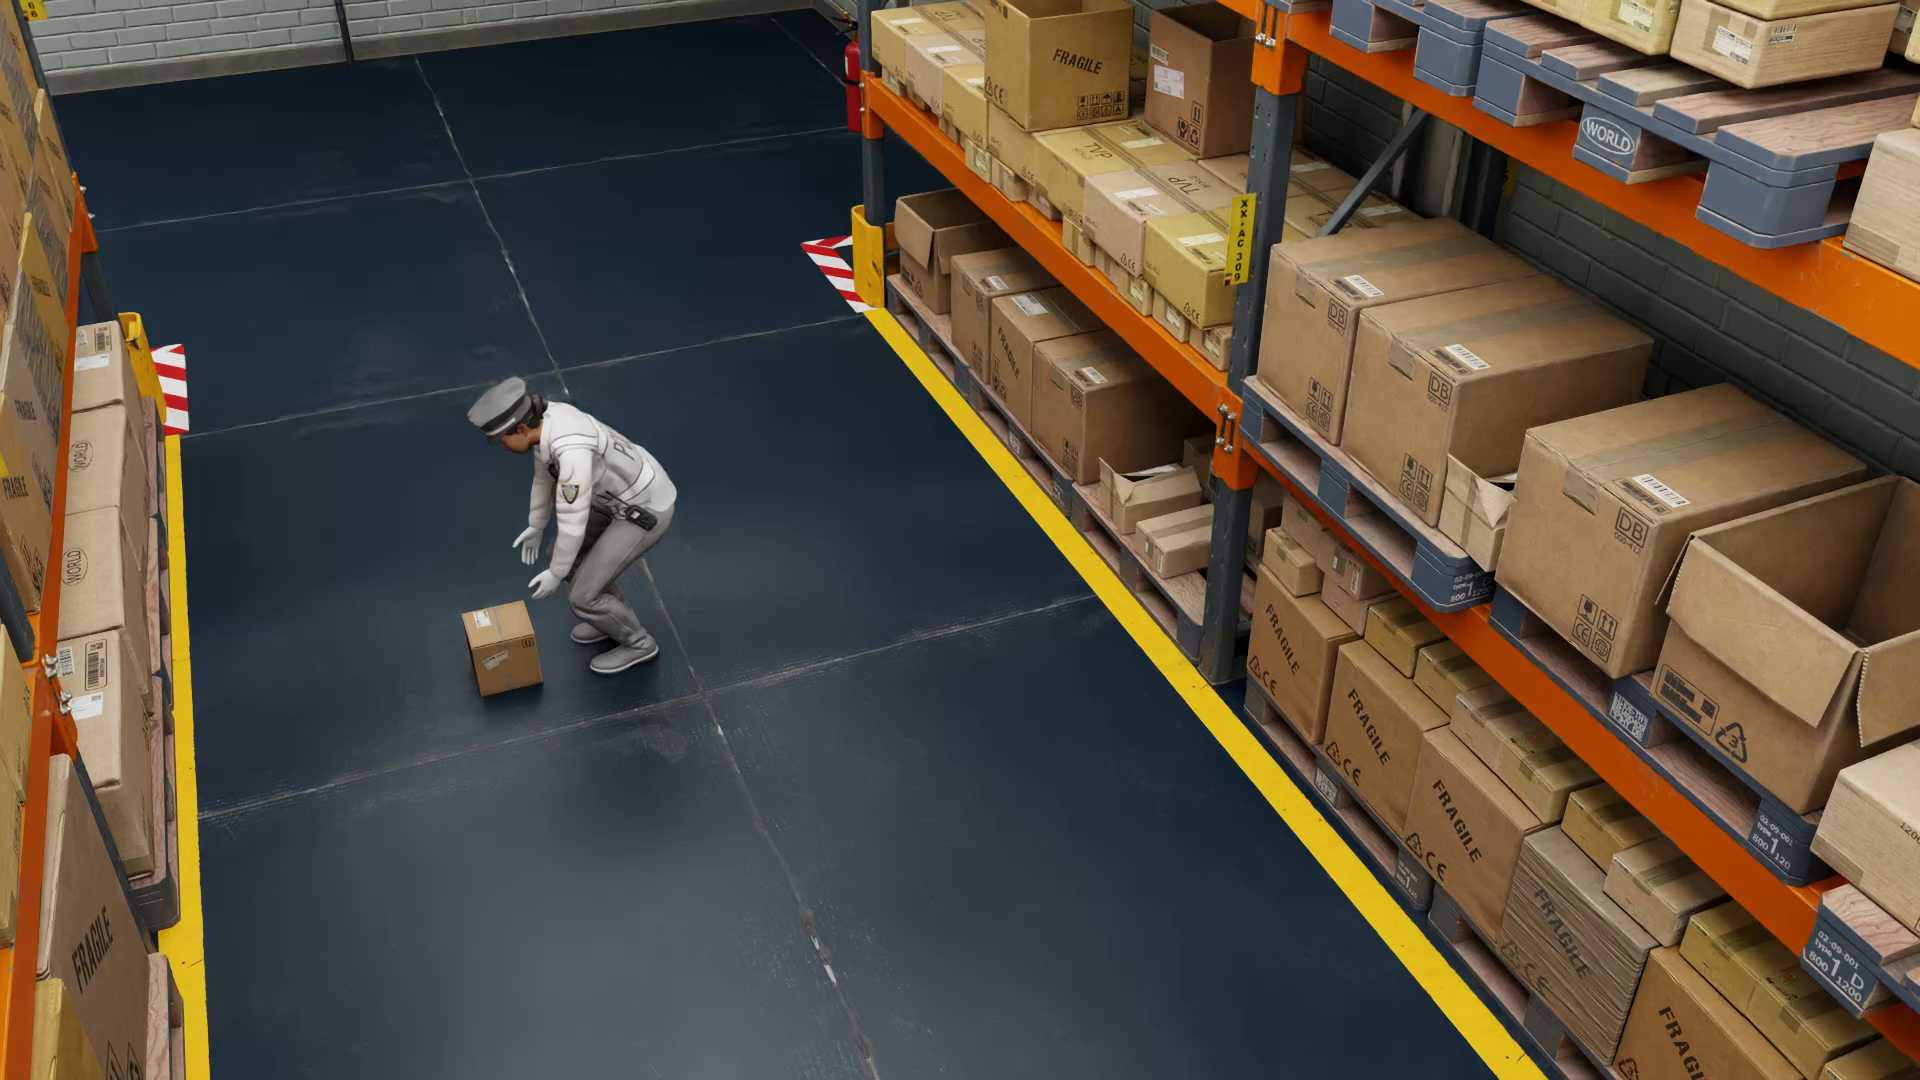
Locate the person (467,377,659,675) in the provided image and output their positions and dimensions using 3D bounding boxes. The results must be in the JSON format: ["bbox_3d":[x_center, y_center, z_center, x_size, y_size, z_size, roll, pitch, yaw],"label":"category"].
[{"bbox_3d":[-1.524,-0.069,6.561,0.656,1.320,0.391,-13,36,-19],"label":"person"}]
